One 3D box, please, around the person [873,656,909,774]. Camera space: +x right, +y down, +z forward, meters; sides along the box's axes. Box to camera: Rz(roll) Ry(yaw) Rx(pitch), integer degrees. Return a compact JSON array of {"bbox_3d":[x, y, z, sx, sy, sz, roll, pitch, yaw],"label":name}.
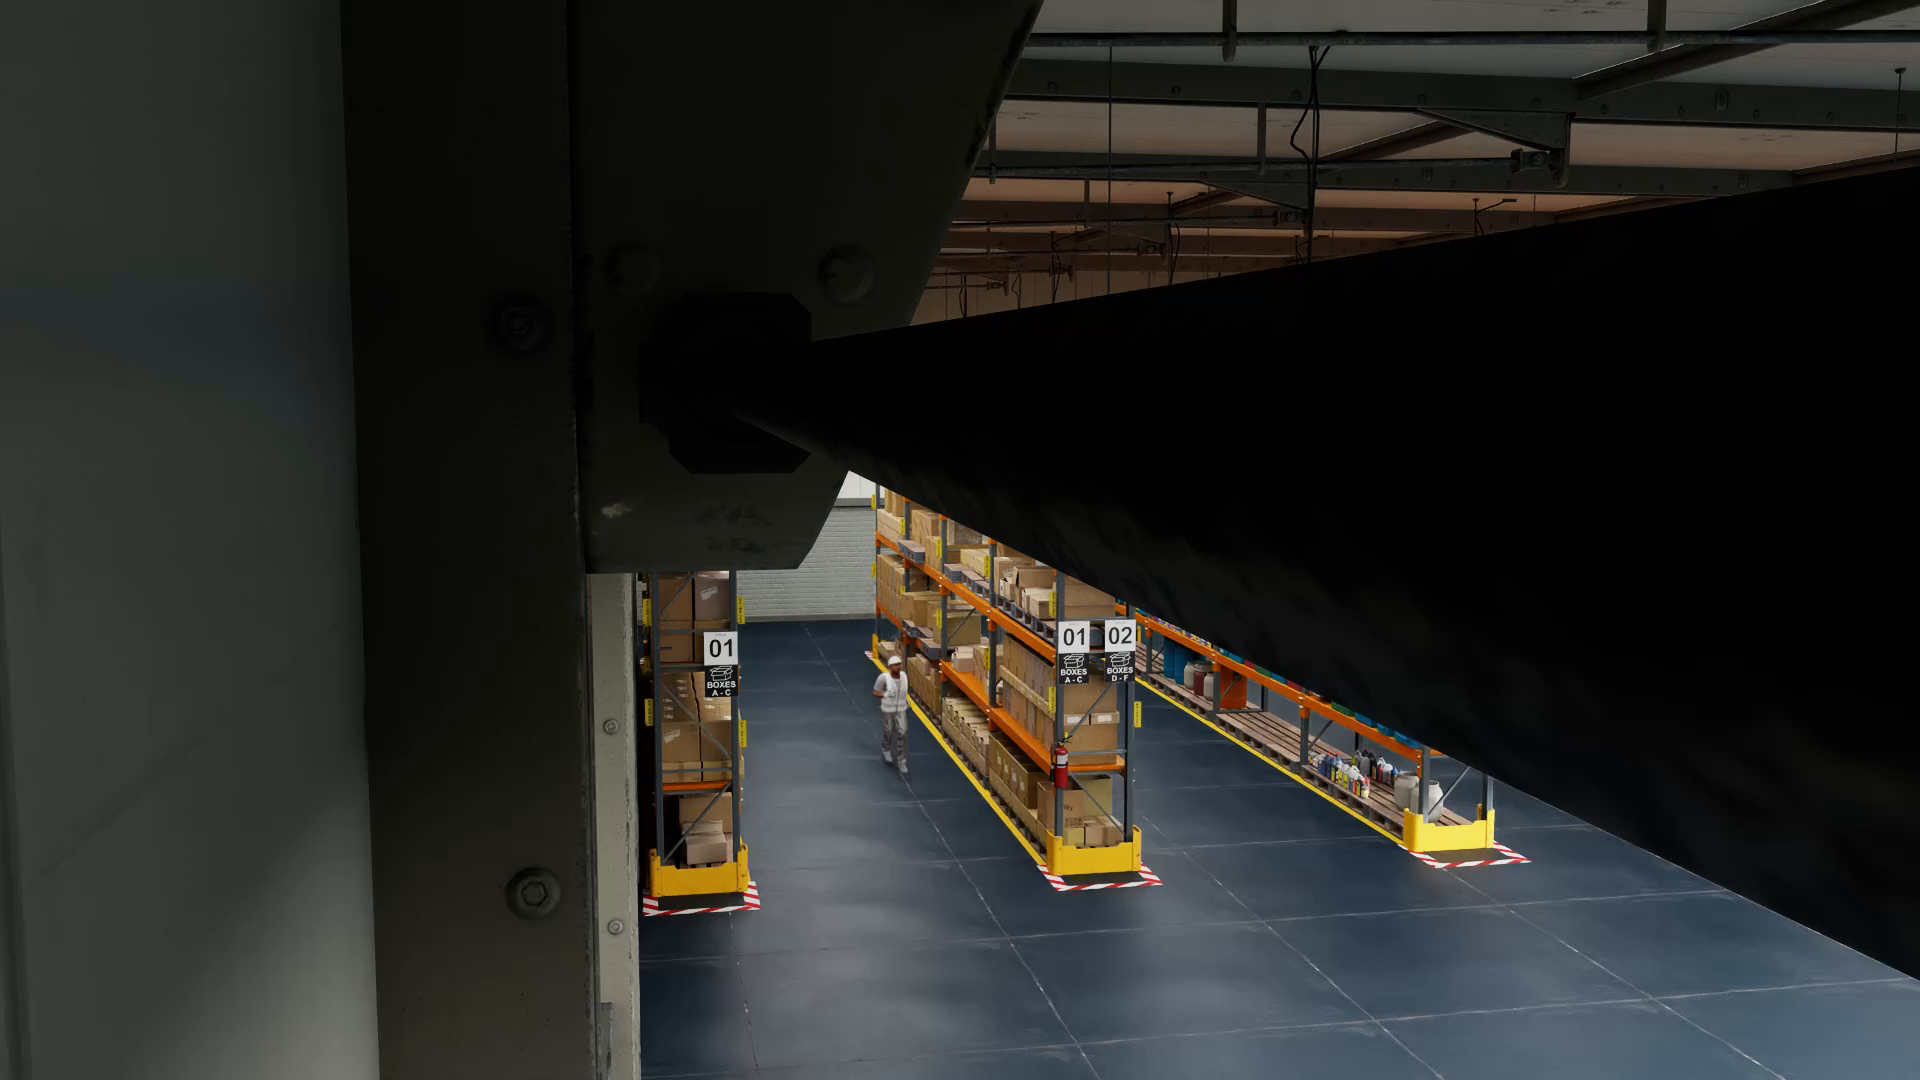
[{"bbox_3d":[-1.081,2.739,26.382,0.651,1.833,0.853,-2,6,-20],"label":"person"}]
